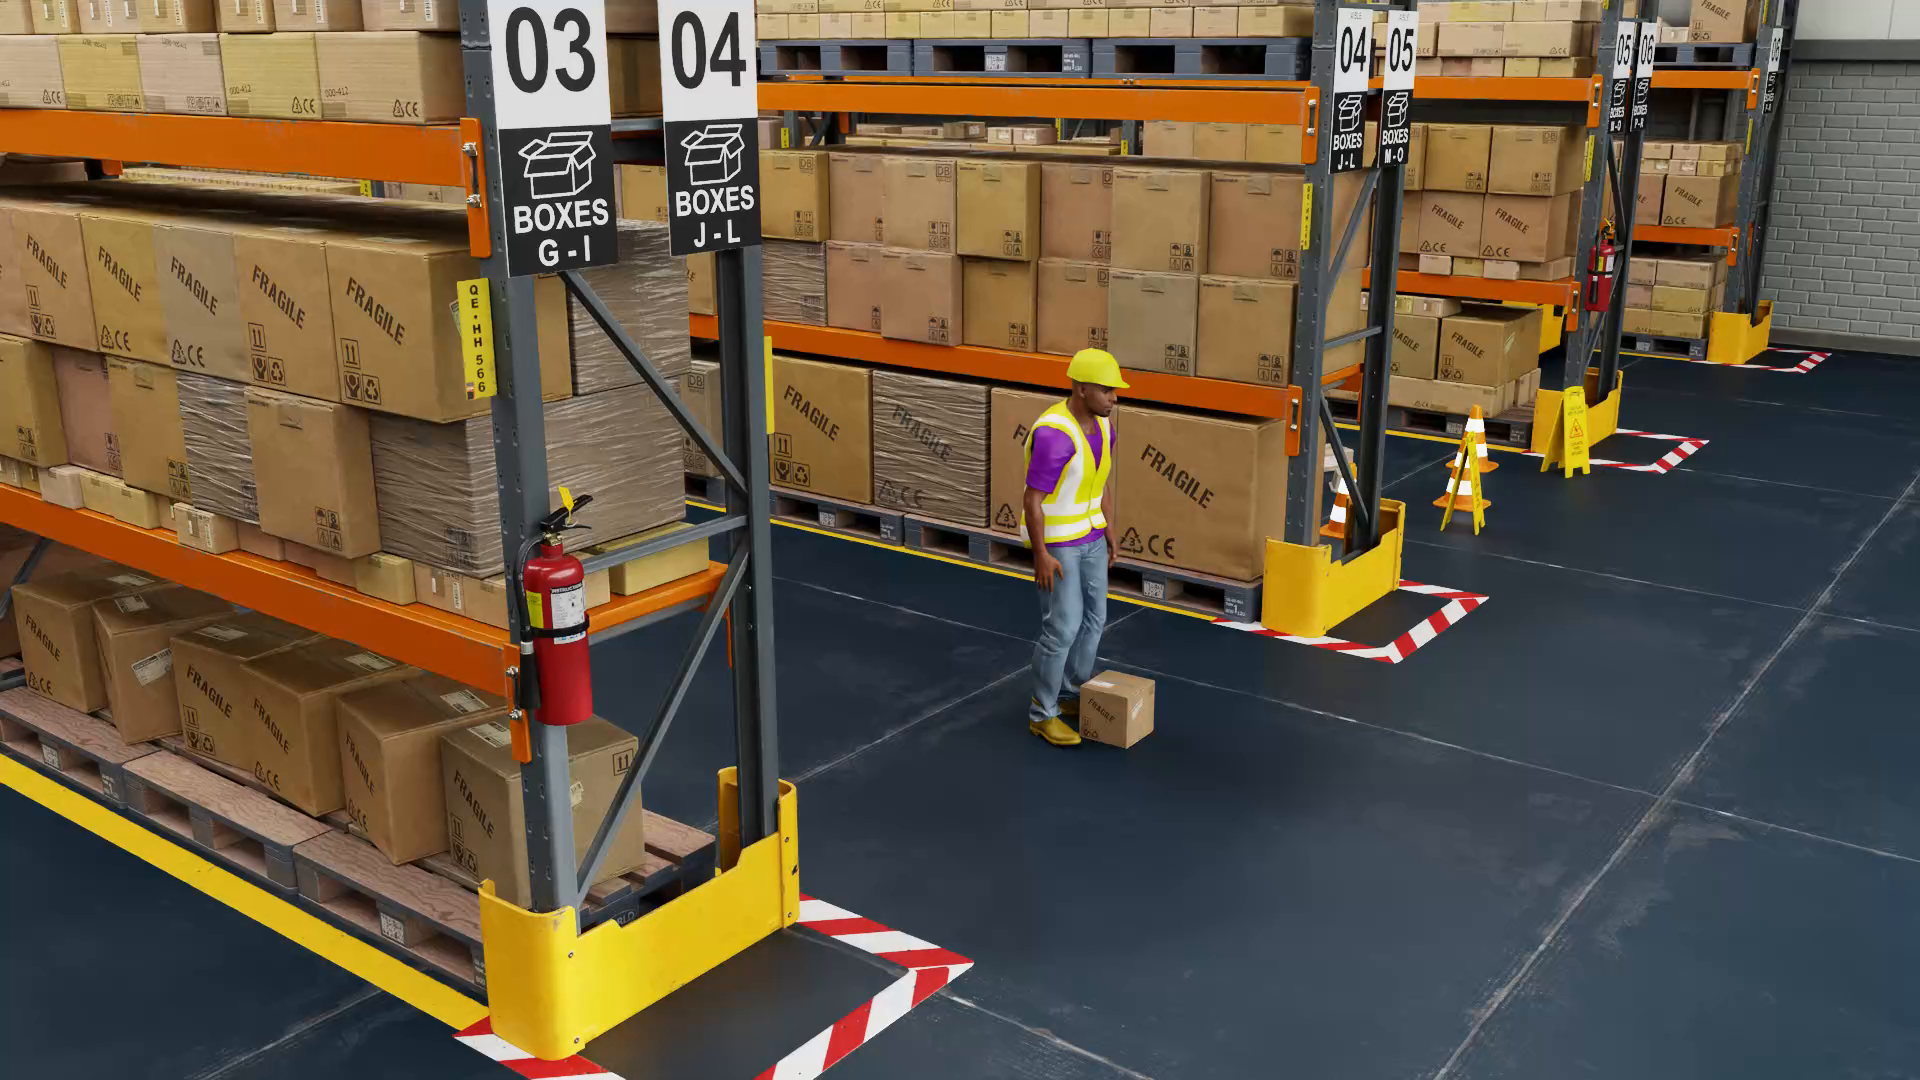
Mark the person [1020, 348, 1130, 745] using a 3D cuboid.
[{"bbox_3d":[0.519,0.011,7.473,0.460,1.756,0.625,12,20,34],"label":"person"}]
